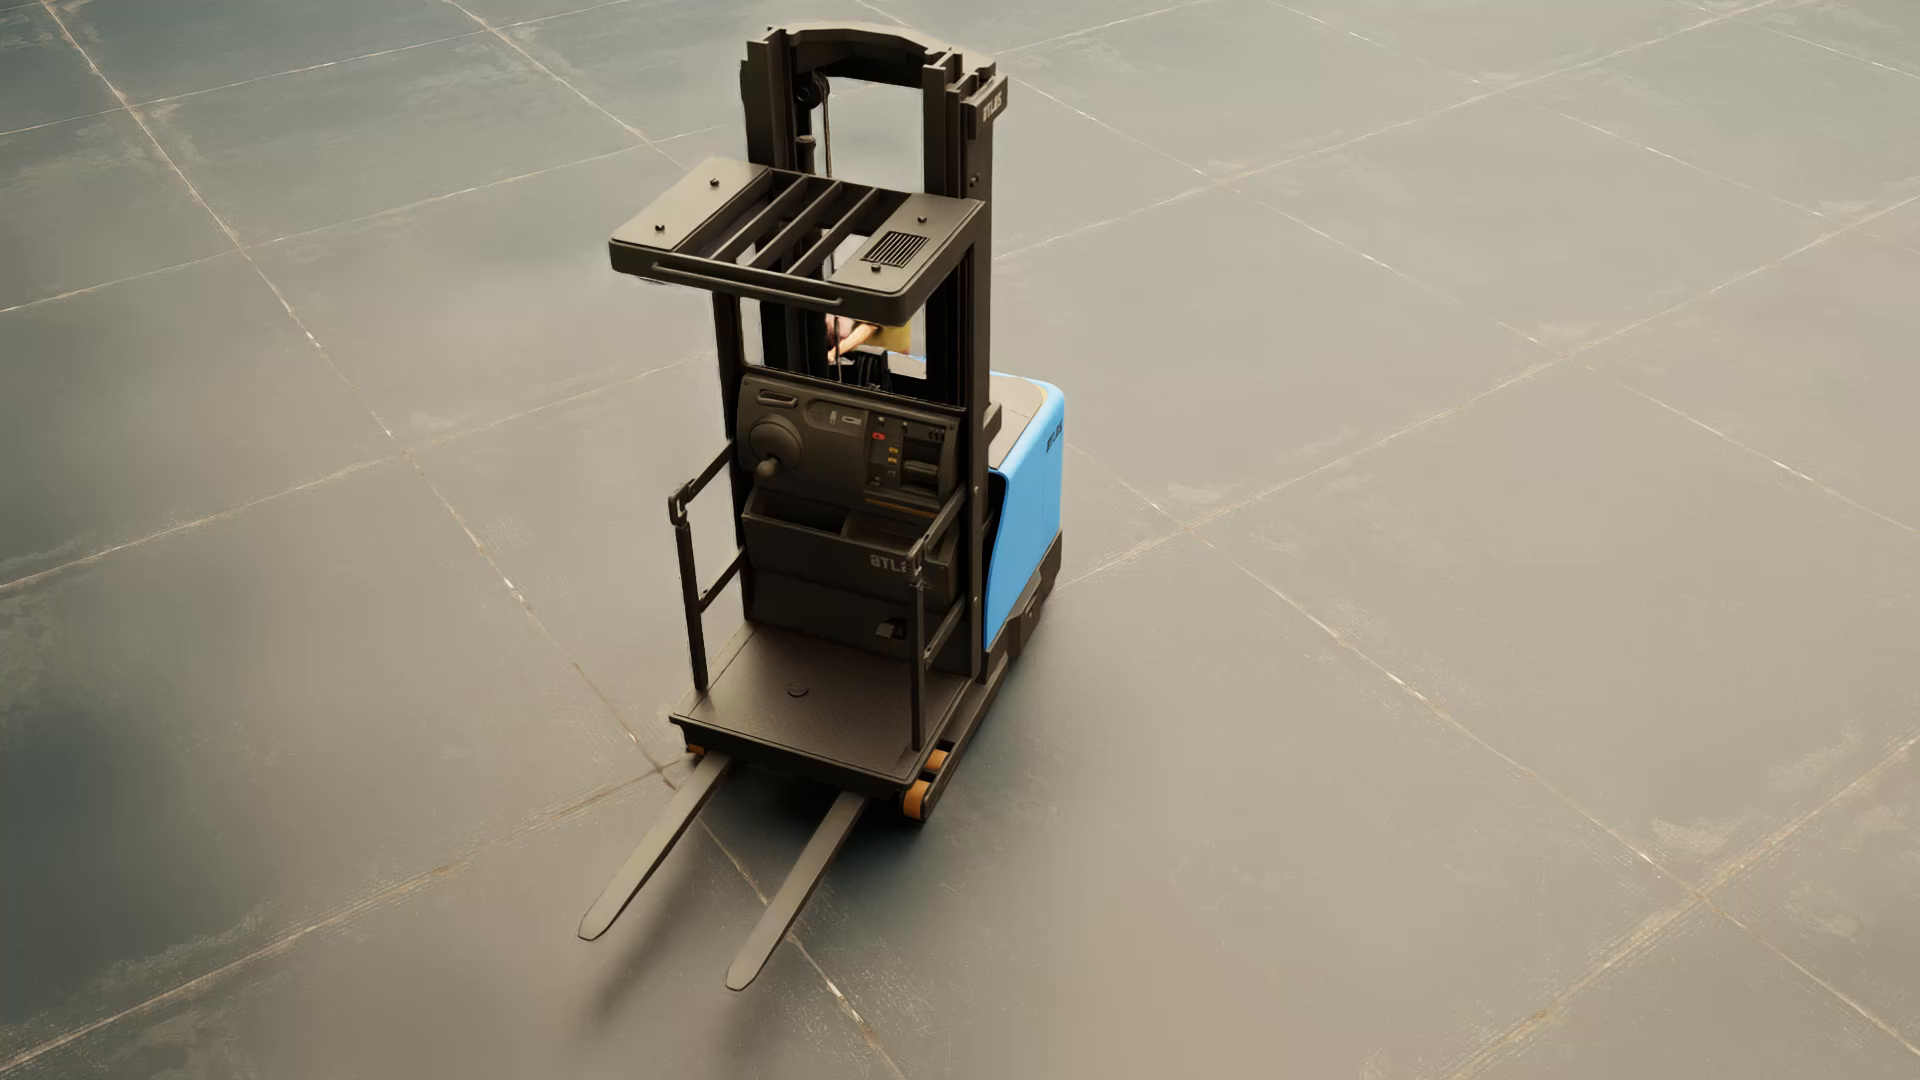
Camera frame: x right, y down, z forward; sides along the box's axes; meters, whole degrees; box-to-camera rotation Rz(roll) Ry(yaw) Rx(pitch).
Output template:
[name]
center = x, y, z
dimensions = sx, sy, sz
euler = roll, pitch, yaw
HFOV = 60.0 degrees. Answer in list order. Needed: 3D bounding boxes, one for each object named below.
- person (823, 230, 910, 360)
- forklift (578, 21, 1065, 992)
[person]
center = -0.632, -0.992, 8.594
dimensions = 0.903, 1.382, 0.919
euler = 29, 46, 34
[forklift]
center = -0.526, -0.313, 6.368
dimensions = 1.130, 2.935, 3.031
euler = 13, 39, 17
